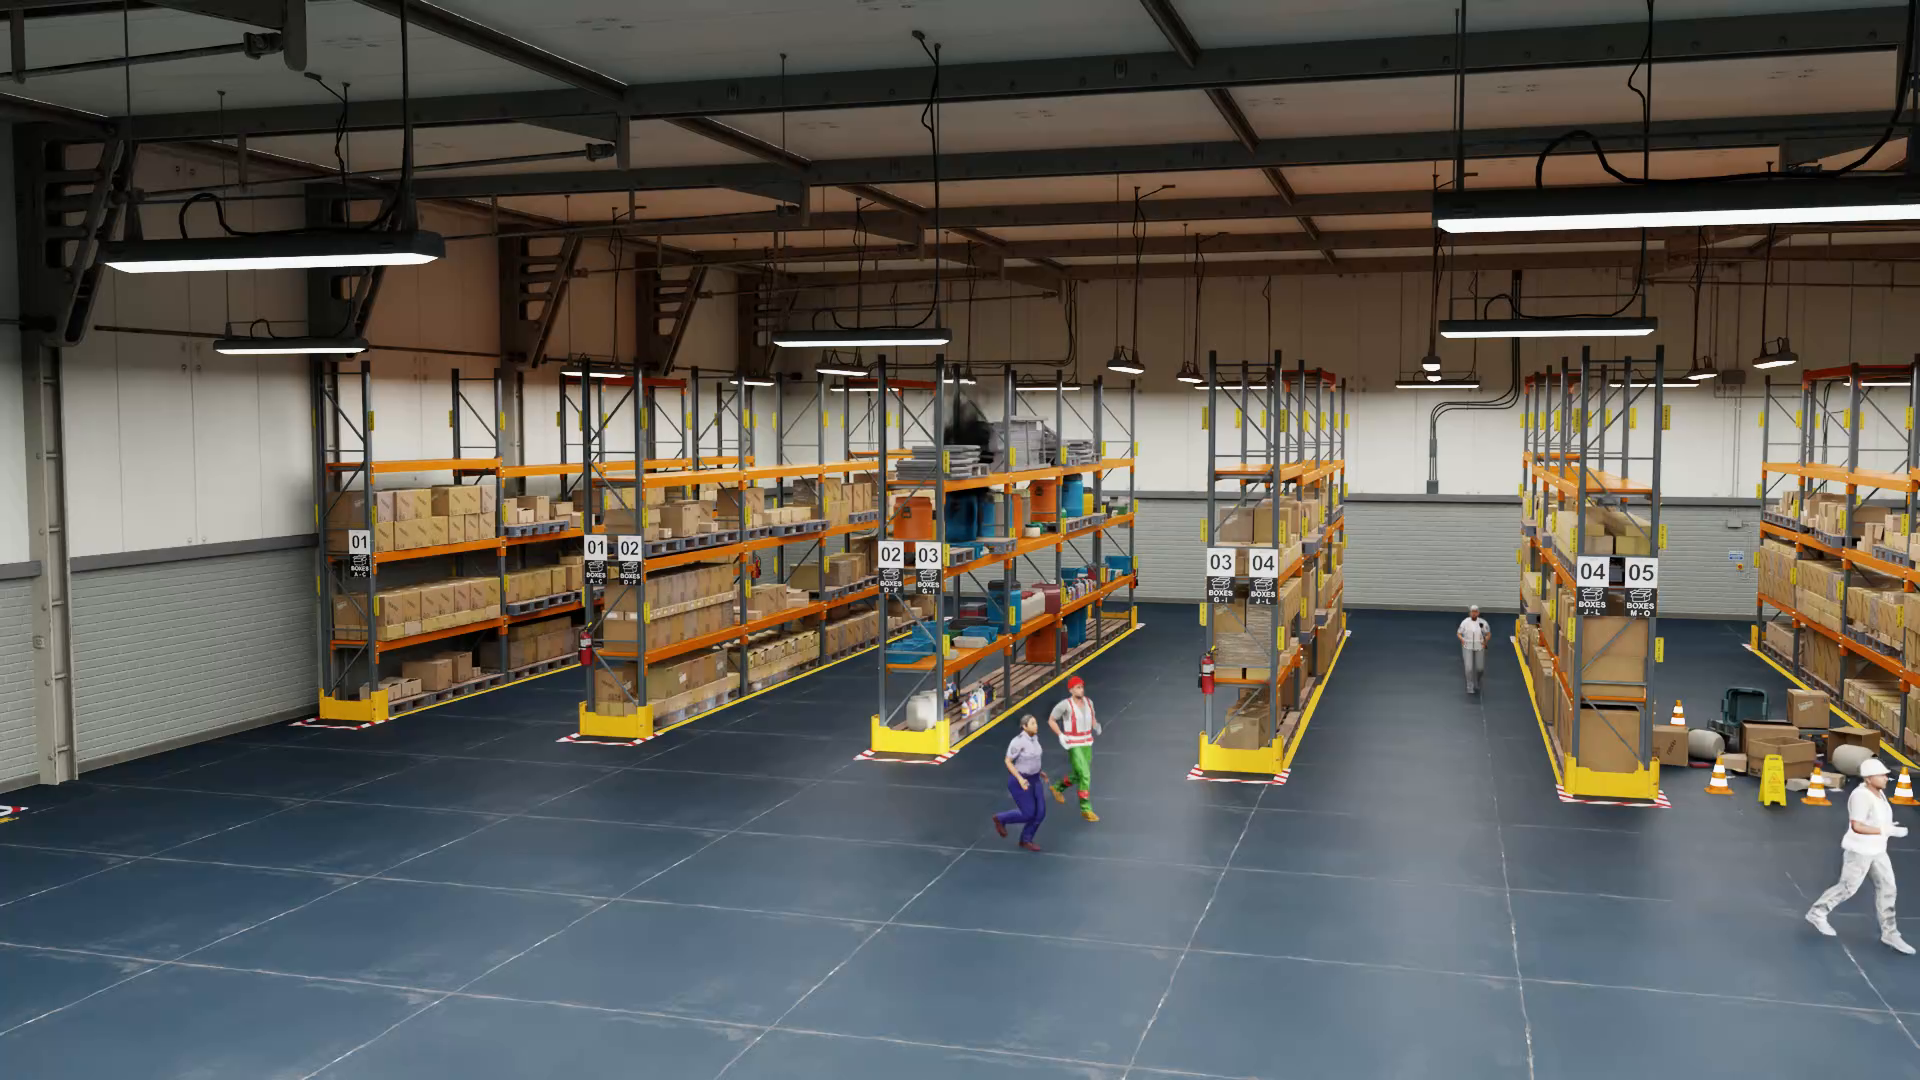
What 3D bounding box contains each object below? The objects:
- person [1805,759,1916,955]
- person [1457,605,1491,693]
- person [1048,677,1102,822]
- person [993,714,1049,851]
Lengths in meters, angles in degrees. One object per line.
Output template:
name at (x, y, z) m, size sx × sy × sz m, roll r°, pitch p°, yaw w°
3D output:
person at (8.579, 2.965, 15.813) m, size 0.634 × 1.799 × 0.940 m, roll -3°, pitch 5°, yaw -39°
person at (9.450, 2.008, 30.598) m, size 0.603 × 1.617 × 0.551 m, roll 1°, pitch 4°, yaw 17°
person at (1.475, 2.611, 21.076) m, size 0.643 × 1.788 × 0.881 m, roll -3°, pitch 5°, yaw -39°
person at (0.709, 2.832, 19.495) m, size 0.583 × 1.592 × 0.595 m, roll 3°, pitch 5°, yaw 36°
